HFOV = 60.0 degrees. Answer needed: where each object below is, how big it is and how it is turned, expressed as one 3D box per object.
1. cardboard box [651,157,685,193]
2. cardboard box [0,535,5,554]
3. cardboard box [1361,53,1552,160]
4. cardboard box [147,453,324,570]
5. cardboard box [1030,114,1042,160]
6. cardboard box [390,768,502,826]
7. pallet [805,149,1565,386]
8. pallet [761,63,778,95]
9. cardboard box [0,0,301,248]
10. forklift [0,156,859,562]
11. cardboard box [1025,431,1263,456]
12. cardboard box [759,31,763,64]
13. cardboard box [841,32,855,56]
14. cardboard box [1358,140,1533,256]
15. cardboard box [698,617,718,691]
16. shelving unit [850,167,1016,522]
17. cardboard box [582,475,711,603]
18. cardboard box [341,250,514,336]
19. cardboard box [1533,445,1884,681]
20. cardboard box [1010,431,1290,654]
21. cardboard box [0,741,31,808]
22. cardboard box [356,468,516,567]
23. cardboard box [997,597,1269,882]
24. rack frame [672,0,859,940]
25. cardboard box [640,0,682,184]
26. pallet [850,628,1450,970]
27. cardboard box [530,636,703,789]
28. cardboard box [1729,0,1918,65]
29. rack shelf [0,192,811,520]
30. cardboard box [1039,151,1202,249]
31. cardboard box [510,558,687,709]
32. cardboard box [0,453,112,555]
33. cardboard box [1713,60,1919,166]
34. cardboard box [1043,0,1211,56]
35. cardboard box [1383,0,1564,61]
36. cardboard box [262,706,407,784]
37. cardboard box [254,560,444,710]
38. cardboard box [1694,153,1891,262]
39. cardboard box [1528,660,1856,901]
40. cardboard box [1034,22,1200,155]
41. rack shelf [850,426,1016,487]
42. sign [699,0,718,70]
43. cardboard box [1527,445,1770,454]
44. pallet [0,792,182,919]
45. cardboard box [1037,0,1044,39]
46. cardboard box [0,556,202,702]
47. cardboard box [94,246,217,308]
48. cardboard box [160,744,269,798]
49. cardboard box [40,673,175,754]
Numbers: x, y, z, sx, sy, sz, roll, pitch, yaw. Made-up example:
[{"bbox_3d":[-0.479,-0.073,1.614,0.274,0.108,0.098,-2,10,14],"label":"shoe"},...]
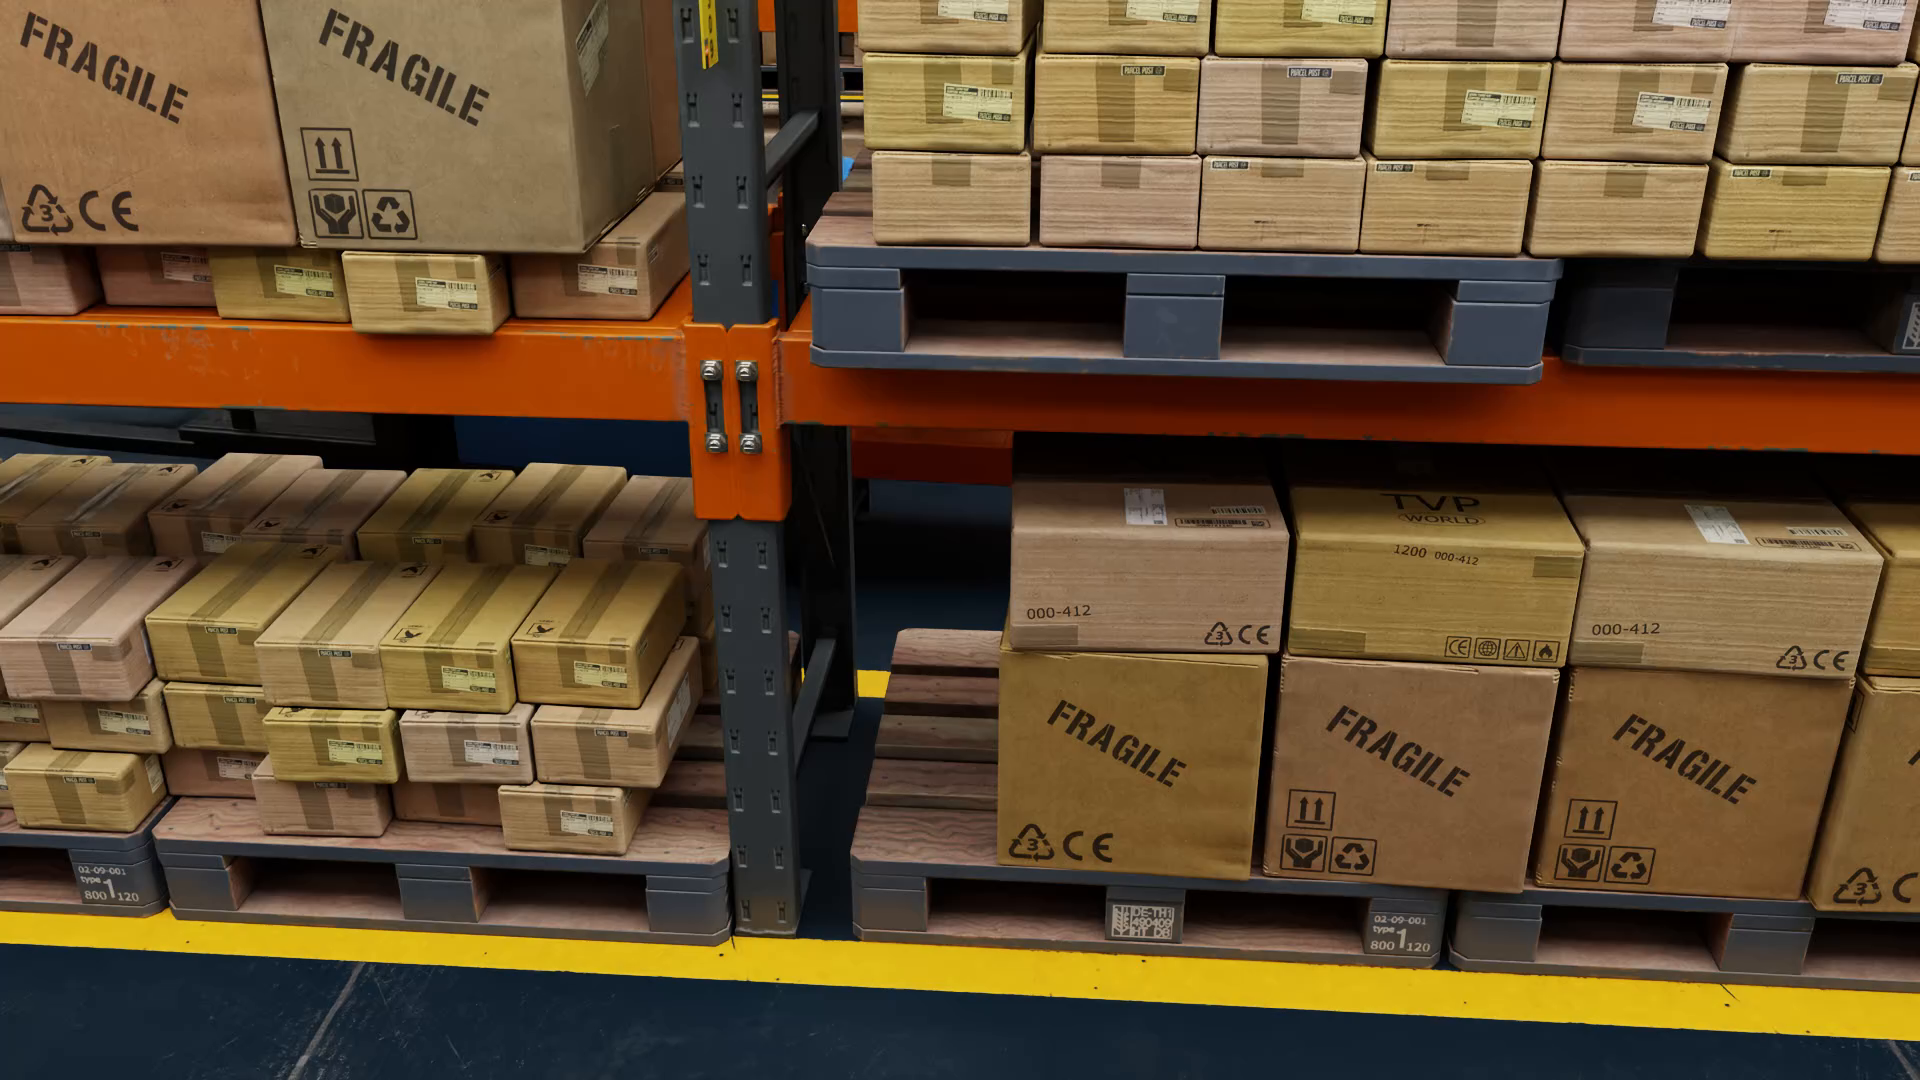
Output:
[{"bbox_3d":[-0.623,-0.776,3.648,0.250,0.149,0.380,3,25,6],"label":"cardboard box"},{"bbox_3d":[-2.286,0.122,3.593,0.250,0.149,0.380,2,25,4],"label":"cardboard box"},{"bbox_3d":[0.767,-0.728,2.686,0.250,0.149,0.380,1,25,2],"label":"cardboard box"},{"bbox_3d":[-1.729,-0.070,4.010,0.250,0.149,0.380,2,25,5],"label":"cardboard box"},{"bbox_3d":[0.045,-0.891,3.396,0.250,0.149,0.380,1,25,3],"label":"cardboard box"},{"bbox_3d":[-1.036,0.446,3.600,0.250,0.149,0.380,3,25,5],"label":"cardboard box"},{"bbox_3d":[0.385,-0.572,3.134,1.213,0.211,1.003,2,25,4],"label":"pallet"},{"bbox_3d":[-1.616,-3.673,12.980,1.213,0.211,1.003,2,25,4],"label":"pallet"},{"bbox_3d":[-1.388,-0.840,3.011,0.500,0.500,0.500,1,25,3],"label":"cardboard box"},{"bbox_3d":[-1.852,-1.531,5.071,3.031,2.935,1.130,5,25,11],"label":"forklift"},{"bbox_3d":[0.396,-0.222,3.734,0.500,0.250,0.500,1,25,3],"label":"cardboard box"},{"bbox_3d":[-1.728,-3.902,12.629,0.500,0.500,0.500,2,25,5],"label":"cardboard box"},{"bbox_3d":[-0.785,-3.909,13.064,0.250,0.149,0.380,2,25,3],"label":"cardboard box"},{"bbox_3d":[0.768,-0.592,2.747,0.250,0.149,0.380,2,25,5],"label":"cardboard box"},{"bbox_3d":[-0.704,0.214,4.104,0.250,0.149,0.380,1,25,2],"label":"cardboard box"},{"bbox_3d":[0.161,-0.481,4.950,1.048,1.125,0.538,4,25,8],"label":"shelving unit"},{"bbox_3d":[-0.694,-0.008,3.875,0.250,0.149,0.380,3,25,6],"label":"cardboard box"},{"bbox_3d":[-0.934,-0.505,3.059,0.250,0.149,0.380,1,25,3],"label":"cardboard box"},{"bbox_3d":[1.390,0.028,3.192,0.500,0.250,0.500,3,25,6],"label":"cardboard box"},{"bbox_3d":[0.351,-0.006,3.266,0.500,0.250,0.500,1,25,2],"label":"cardboard box"},{"bbox_3d":[-2.070,0.420,3.657,0.250,0.149,0.380,2,25,5],"label":"cardboard box"},{"bbox_3d":[-1.220,-0.029,3.920,0.250,0.149,0.380,2,25,3],"label":"cardboard box"},{"bbox_3d":[0.350,0.335,3.422,0.500,0.500,0.500,3,25,6],"label":"cardboard box"},{"bbox_3d":[-0.366,-0.744,3.279,0.127,3.000,1.000,2,25,4],"label":"rack frame"},{"bbox_3d":[-0.841,-1.046,3.459,0.500,0.500,0.500,1,25,3],"label":"cardboard box"},{"bbox_3d":[0.410,0.547,3.809,1.213,0.211,1.003,2,25,4],"label":"pallet"},{"bbox_3d":[-0.704,0.347,3.459,0.250,0.149,0.380,2,25,5],"label":"cardboard box"},{"bbox_3d":[1.281,-0.846,2.587,0.250,0.149,0.380,3,25,6],"label":"cardboard box"},{"bbox_3d":[-2.360,-0.482,3.569,4.000,0.370,1.077,2,25,4],"label":"rack shelf"},{"bbox_3d":[0.268,-0.610,2.786,0.250,0.149,0.380,2,25,5],"label":"cardboard box"},{"bbox_3d":[-0.741,0.187,3.452,0.250,0.149,0.380,3,25,5],"label":"cardboard box"},{"bbox_3d":[-2.250,-0.068,4.006,0.250,0.149,0.380,2,25,4],"label":"cardboard box"},{"bbox_3d":[1.300,-0.712,2.651,0.250,0.149,0.380,1,25,3],"label":"cardboard box"},{"bbox_3d":[0.270,-0.881,2.662,0.250,0.149,0.380,3,25,5],"label":"cardboard box"},{"bbox_3d":[0.774,-0.862,2.622,0.250,0.149,0.380,2,25,3],"label":"cardboard box"},{"bbox_3d":[-1.244,0.343,3.469,0.250,0.149,0.380,1,25,2],"label":"cardboard box"},{"bbox_3d":[-1.247,0.190,3.445,0.250,0.149,0.380,2,25,4],"label":"cardboard box"},{"bbox_3d":[1.294,-0.577,2.714,0.250,0.149,0.380,1,25,3],"label":"cardboard box"},{"bbox_3d":[1.401,0.362,3.363,0.500,0.500,0.500,2,25,5],"label":"cardboard box"},{"bbox_3d":[0.250,-0.744,2.722,0.250,0.149,0.380,1,25,3],"label":"cardboard box"},{"bbox_3d":[0.161,-0.259,5.052,1.000,0.278,0.538,4,25,8],"label":"rack shelf"},{"bbox_3d":[-0.400,-0.911,2.606,0.005,0.325,0.100,2,25,4],"label":"sign"},{"bbox_3d":[1.436,-0.189,3.663,0.500,0.250,0.500,1,25,2],"label":"cardboard box"},{"bbox_3d":[-2.258,0.478,3.959,1.213,0.211,1.003,2,25,4],"label":"pallet"},{"bbox_3d":[0.046,-1.026,3.333,0.250,0.149,0.380,3,25,6],"label":"cardboard box"},{"bbox_3d":[-1.777,0.179,3.469,0.250,0.149,0.380,1,25,1],"label":"cardboard box"},{"bbox_3d":[-1.448,-0.575,3.212,0.250,0.149,0.380,1,25,3],"label":"cardboard box"},{"bbox_3d":[-1.558,0.406,3.688,0.250,0.149,0.380,1,25,3],"label":"cardboard box"},{"bbox_3d":[-1.742,0.294,3.576,0.250,0.149,0.380,2,25,5],"label":"cardboard box"}]
